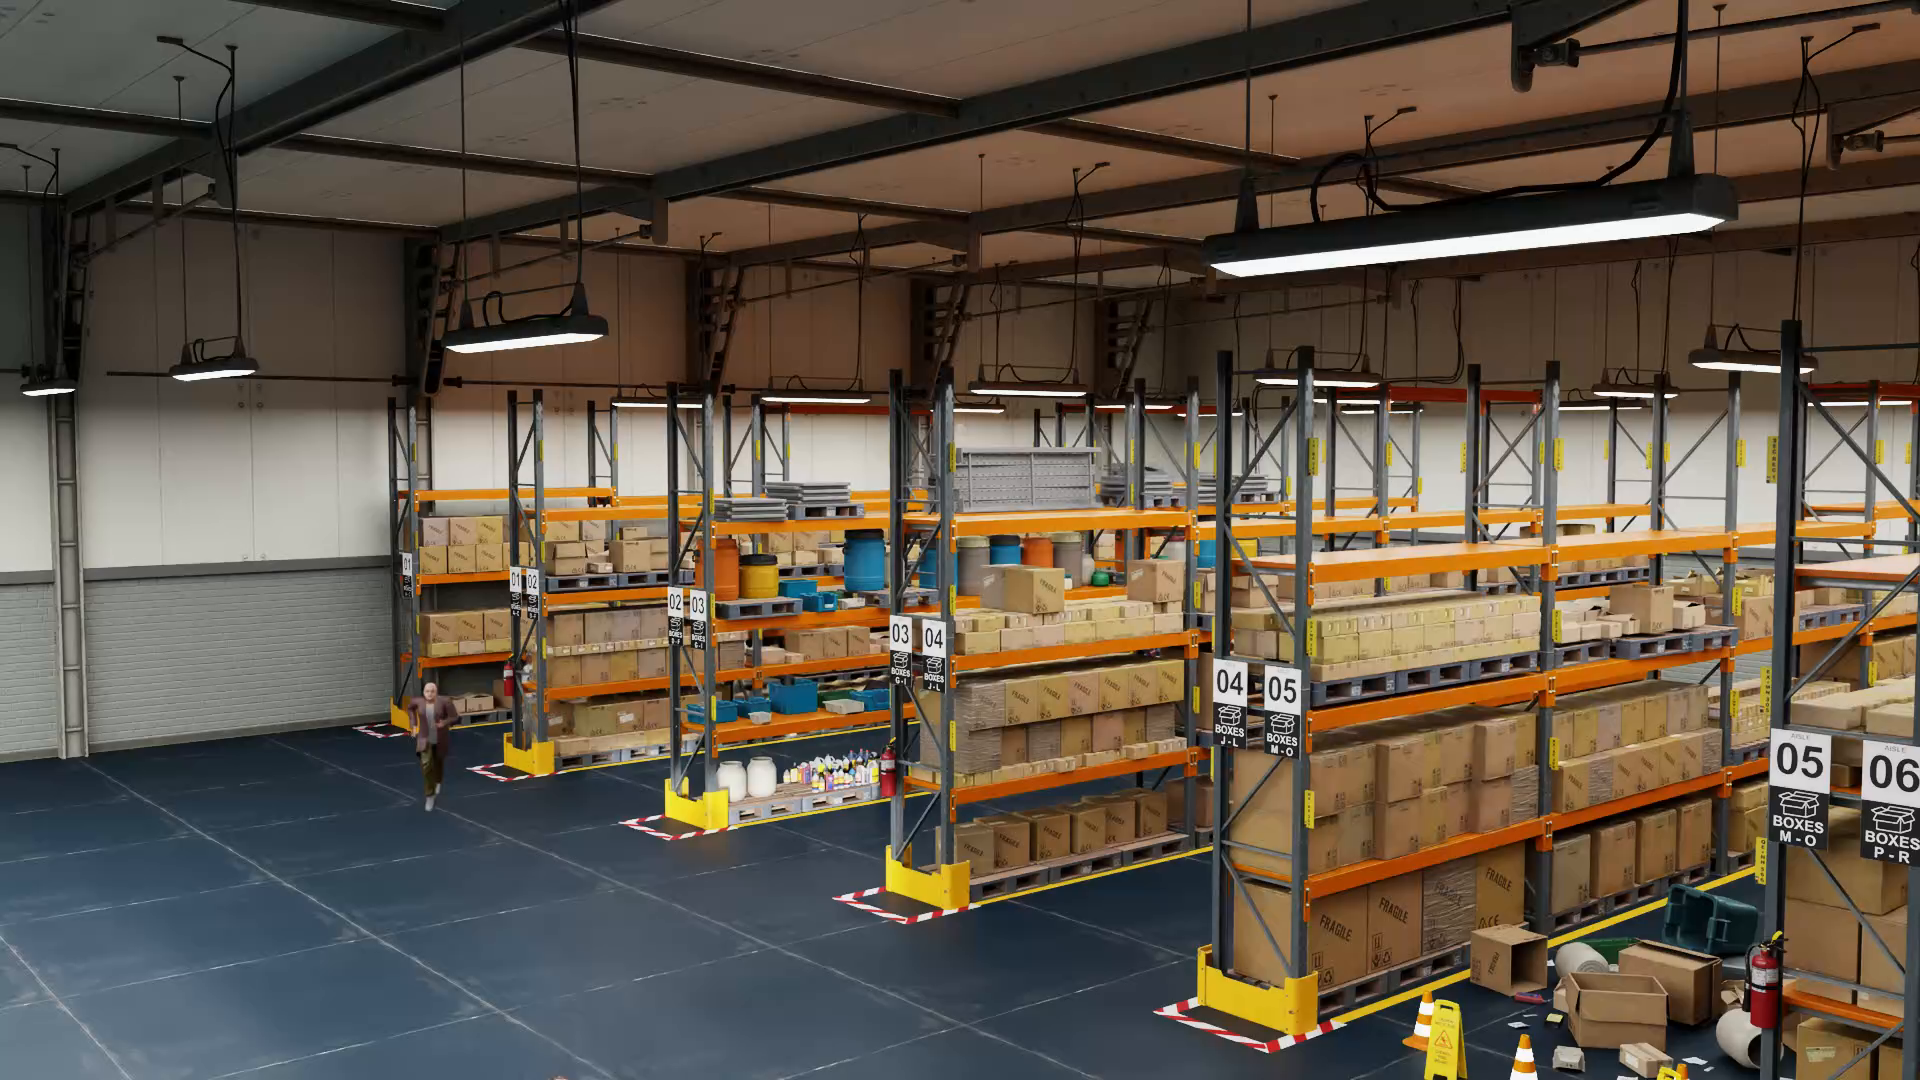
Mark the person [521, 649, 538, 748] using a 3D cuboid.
[{"bbox_3d":[-7.246,2.680,28.219,0.579,1.692,0.851,3,4,37],"label":"person"}]

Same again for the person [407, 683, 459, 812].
[{"bbox_3d":[-7.543,2.906,23.830,0.706,1.796,1.123,-1,3,-16],"label":"person"}]

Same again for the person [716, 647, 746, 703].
[{"bbox_3d":[-4.361,2.487,30.847,0.688,1.814,0.755,3,5,43],"label":"person"}]
